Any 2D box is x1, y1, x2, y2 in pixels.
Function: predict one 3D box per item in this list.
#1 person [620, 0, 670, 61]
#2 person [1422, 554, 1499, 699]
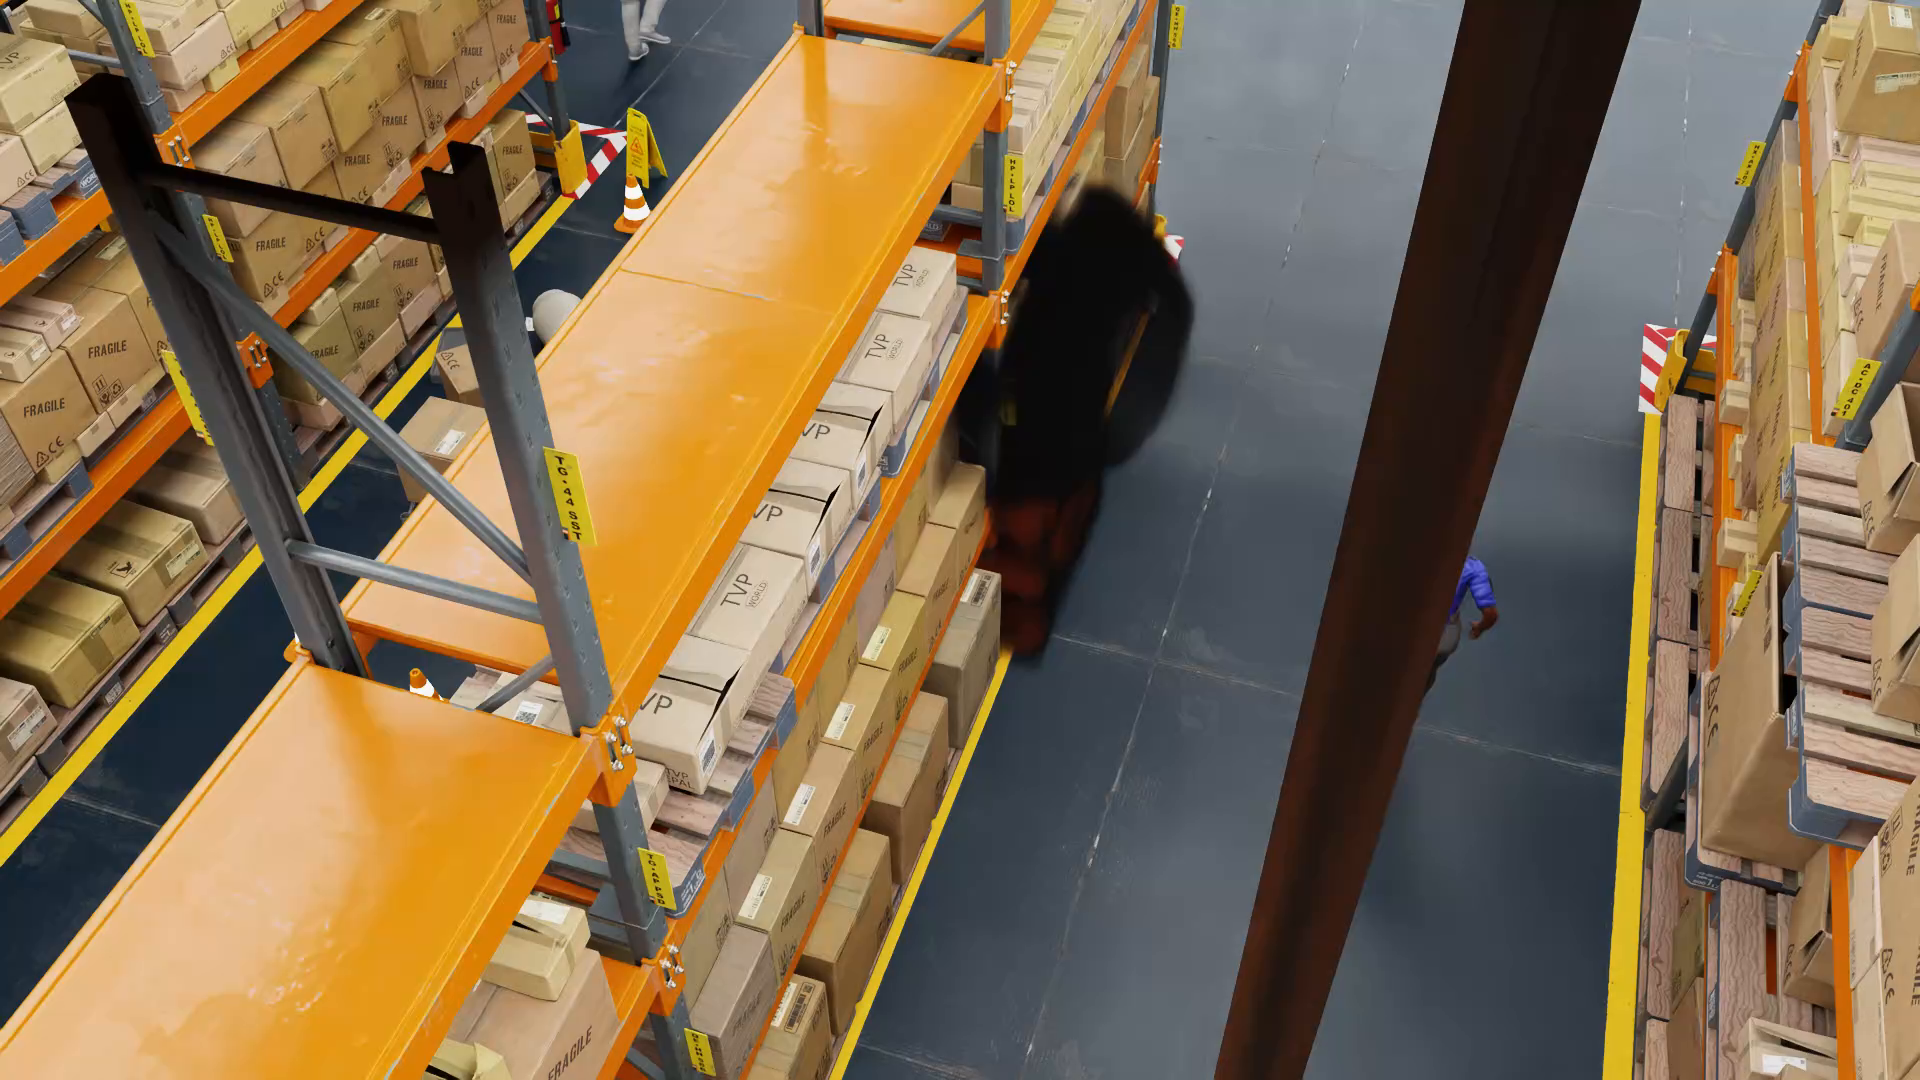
[{"bbox_3d":[-3.003,-5.241,15.088,0.664,1.681,0.682,7,46,7],"label":"person"},{"bbox_3d":[2.531,0.529,9.033,0.574,1.717,0.763,6,46,6],"label":"person"}]
